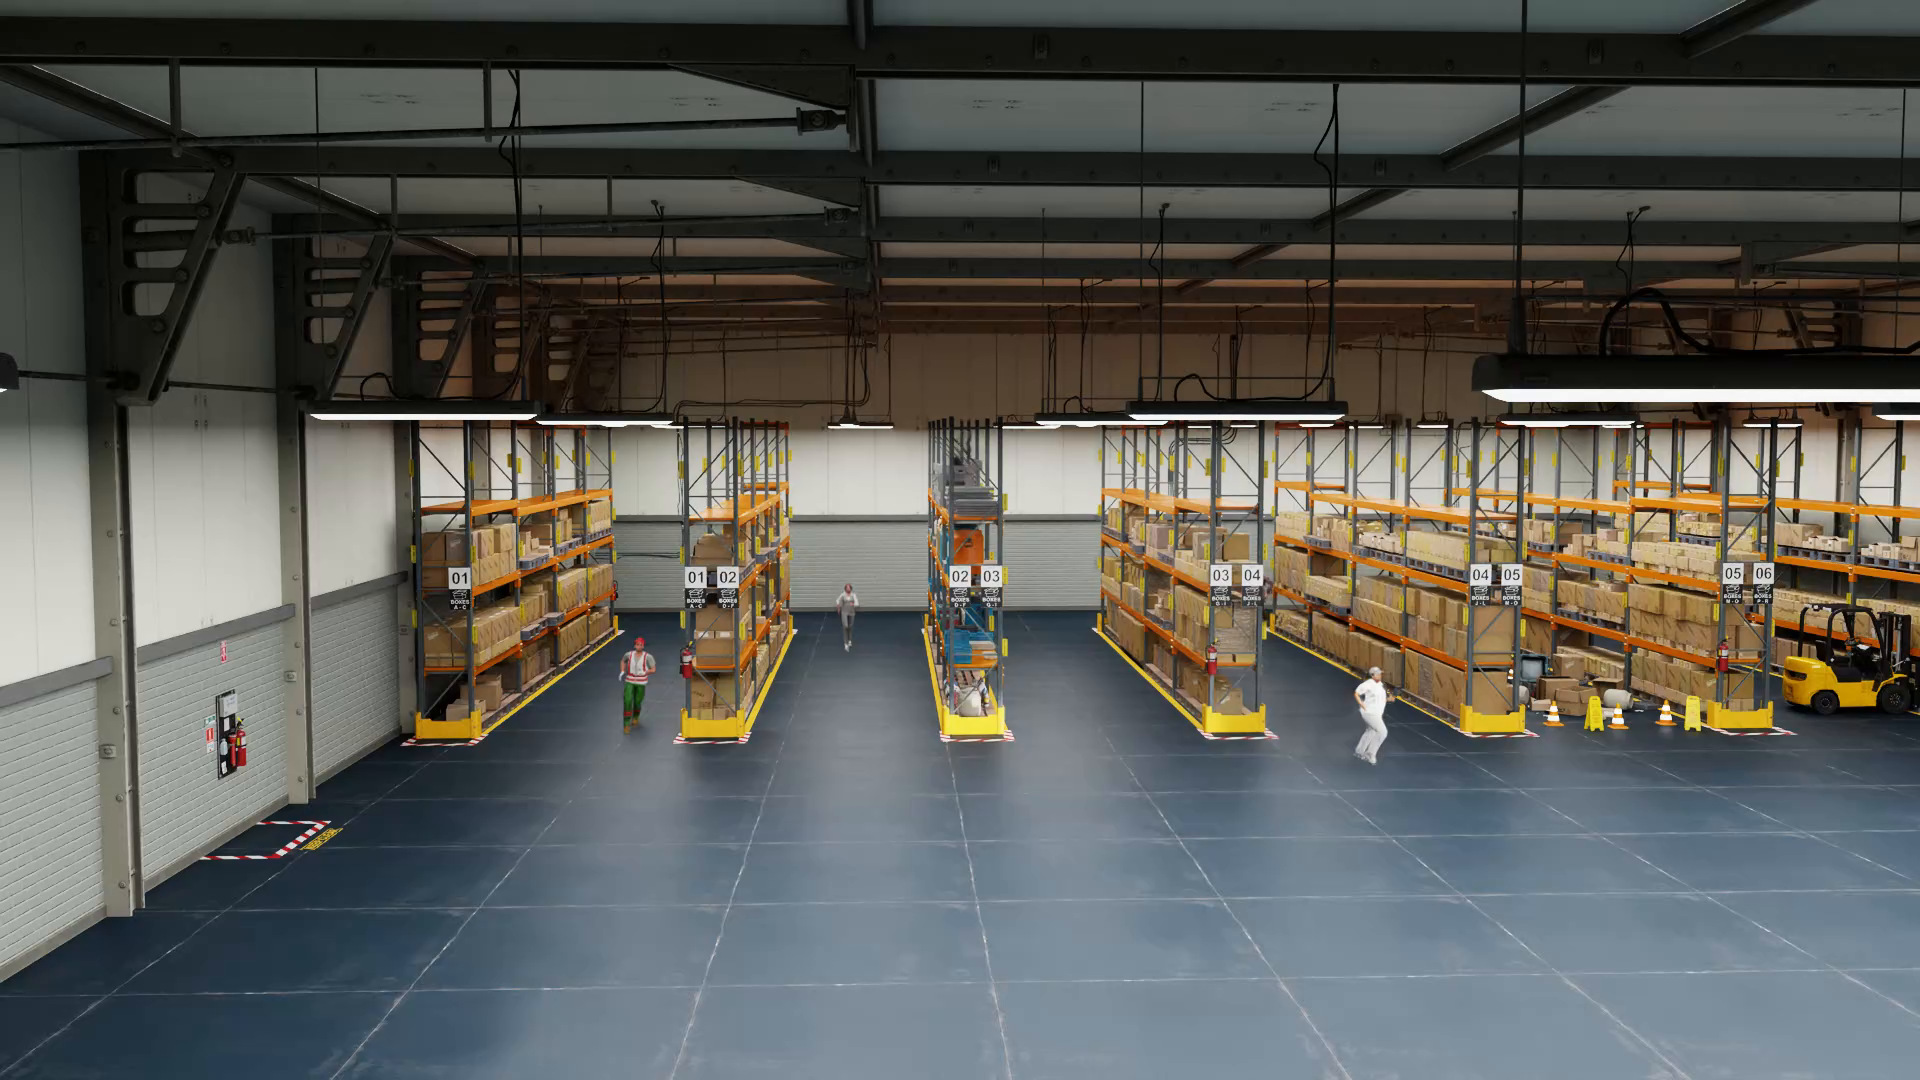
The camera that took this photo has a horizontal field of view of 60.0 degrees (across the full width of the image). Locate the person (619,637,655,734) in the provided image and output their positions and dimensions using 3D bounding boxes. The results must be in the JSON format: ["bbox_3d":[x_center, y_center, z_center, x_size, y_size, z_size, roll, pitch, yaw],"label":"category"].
[{"bbox_3d":[-6.175,2.747,31.793,0.694,1.780,0.962,0,4,-6],"label":"person"}]

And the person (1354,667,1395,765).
[{"bbox_3d":[7.164,3.037,28.771,0.697,1.704,0.574,3,5,36],"label":"person"}]

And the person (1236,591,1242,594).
[{"bbox_3d":[7.756,1.853,46.487,0.657,1.803,0.788,0,4,3],"label":"person"}]

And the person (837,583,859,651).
[{"bbox_3d":[-2.801,1.915,41.600,0.510,1.670,0.700,-1,4,-14],"label":"person"}]

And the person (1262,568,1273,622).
[{"bbox_3d":[8.724,1.673,48.734,0.970,1.803,0.743,-1,4,-9],"label":"person"}]
